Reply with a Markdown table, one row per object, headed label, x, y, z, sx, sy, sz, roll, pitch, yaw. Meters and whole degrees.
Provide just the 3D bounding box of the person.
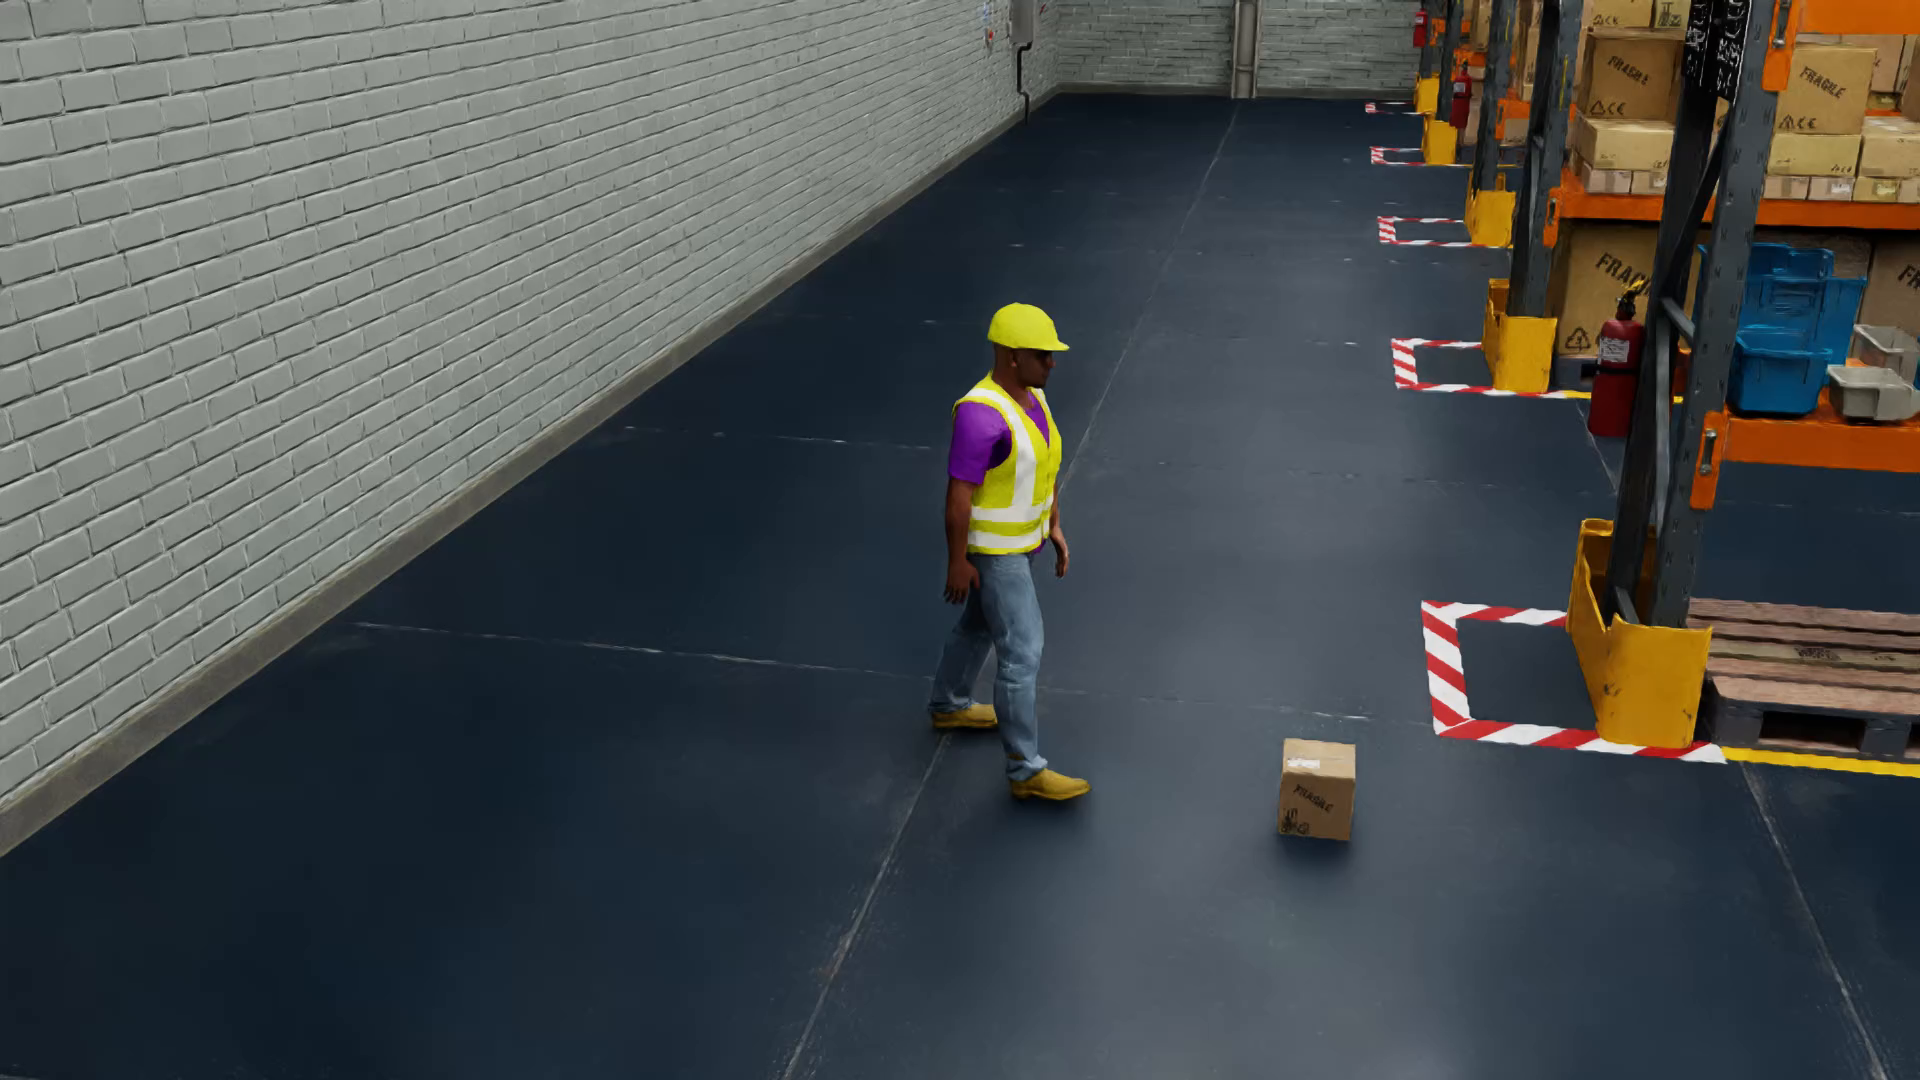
| label | x | y | z | sx | sy | sz | roll | pitch | yaw |
| --- | --- | --- | --- | --- | --- | --- | --- | --- | --- |
| person | 0.189 | 0.018 | 6.009 | 0.771 | 1.740 | 0.663 | 7 | 23 | 18 |
